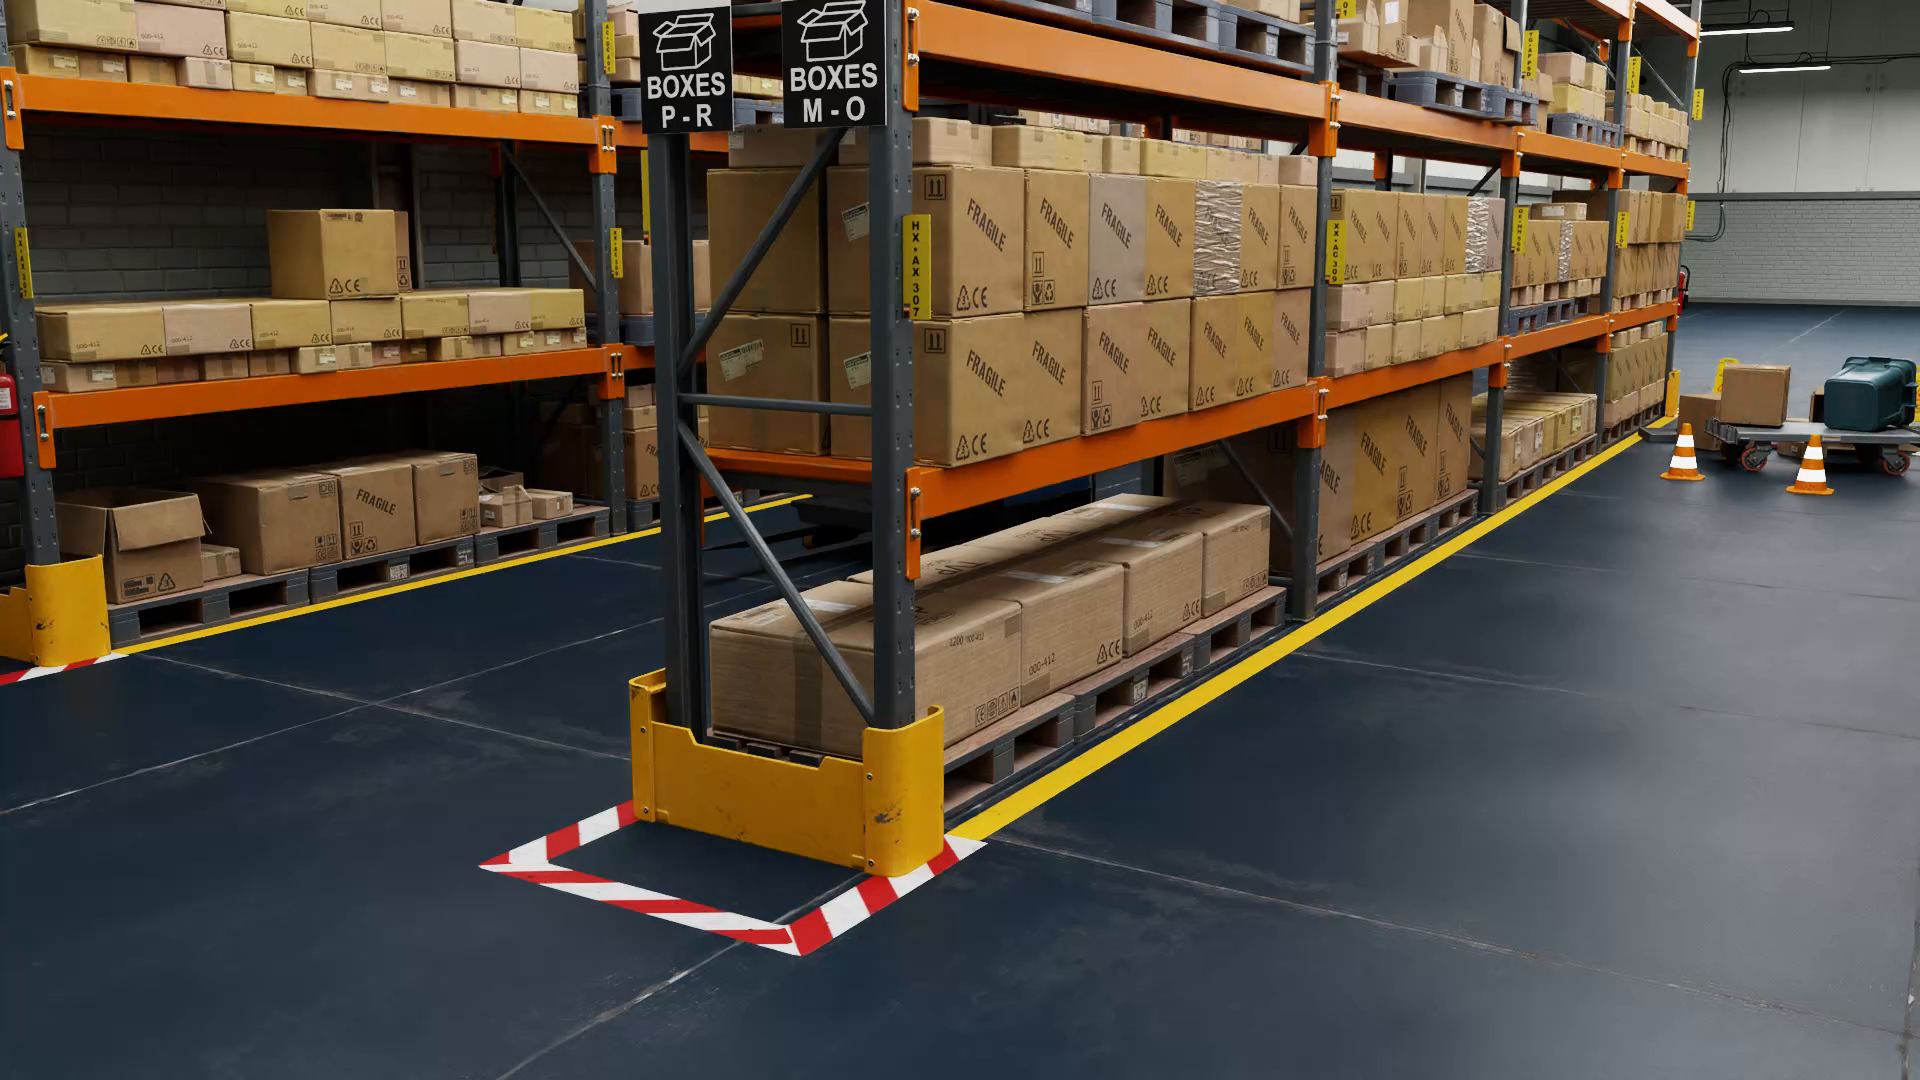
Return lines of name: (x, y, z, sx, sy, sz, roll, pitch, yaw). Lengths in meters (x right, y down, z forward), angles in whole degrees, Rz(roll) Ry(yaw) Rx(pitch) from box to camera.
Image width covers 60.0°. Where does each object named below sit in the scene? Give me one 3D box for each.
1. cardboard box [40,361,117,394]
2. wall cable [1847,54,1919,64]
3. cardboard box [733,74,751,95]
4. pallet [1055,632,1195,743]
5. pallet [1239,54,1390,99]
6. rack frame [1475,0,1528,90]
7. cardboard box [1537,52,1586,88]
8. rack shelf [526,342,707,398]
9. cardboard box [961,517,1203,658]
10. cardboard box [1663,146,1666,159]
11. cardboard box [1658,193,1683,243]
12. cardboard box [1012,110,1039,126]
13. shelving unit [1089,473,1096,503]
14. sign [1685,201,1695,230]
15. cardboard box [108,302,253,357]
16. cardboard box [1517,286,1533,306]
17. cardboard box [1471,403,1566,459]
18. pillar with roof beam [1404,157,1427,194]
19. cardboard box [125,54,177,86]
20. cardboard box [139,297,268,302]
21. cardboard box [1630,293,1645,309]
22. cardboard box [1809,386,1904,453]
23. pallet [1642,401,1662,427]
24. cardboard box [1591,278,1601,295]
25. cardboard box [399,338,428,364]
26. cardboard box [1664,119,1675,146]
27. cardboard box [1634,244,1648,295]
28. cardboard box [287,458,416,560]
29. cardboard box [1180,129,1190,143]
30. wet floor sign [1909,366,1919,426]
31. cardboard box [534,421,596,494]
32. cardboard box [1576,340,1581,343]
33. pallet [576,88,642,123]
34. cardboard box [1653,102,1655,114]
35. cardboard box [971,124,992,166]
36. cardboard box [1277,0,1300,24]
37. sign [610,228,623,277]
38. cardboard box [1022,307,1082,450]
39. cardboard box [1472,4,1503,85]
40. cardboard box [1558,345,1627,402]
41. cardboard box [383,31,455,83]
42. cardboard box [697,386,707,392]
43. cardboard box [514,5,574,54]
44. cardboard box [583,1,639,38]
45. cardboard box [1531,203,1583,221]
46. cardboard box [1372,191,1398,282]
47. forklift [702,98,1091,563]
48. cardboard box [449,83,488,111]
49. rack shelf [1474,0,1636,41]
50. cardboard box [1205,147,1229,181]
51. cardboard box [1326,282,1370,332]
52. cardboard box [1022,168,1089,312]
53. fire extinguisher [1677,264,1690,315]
cardboard box: (-4.446, -0.825, 8.304, 0.380, 0.149, 0.250, 6, 12, 30)
wall cable: (25.516, -14.057, 44.354, 3.097, 2.526, 0.112, 6, 12, 31)
cardboard box: (-1.751, -3.328, 12.112, 0.380, 0.149, 0.250, 6, 12, 30)
pallet: (0.375, 0.597, 7.604, 1.003, 0.211, 1.213, 6, 12, 31)
pallet: (1.903, -2.607, 9.512, 0.805, 0.209, 1.217, 6, 12, 28)
rack frame: (3.546, -4.656, 11.784, 1.000, 3.000, 0.127, 6, 12, 31)
cardboard box: (4.920, -3.923, 13.929, 0.500, 0.250, 0.500, 7, 12, 32)
rack shelf: (-1.737, -1.513, 13.251, 1.077, 0.370, 4.000, 6, 12, 31)
cardboard box: (0.587, 0.204, 7.947, 0.875, 0.438, 0.875, 6, 12, 29)
cardboard box: (7.208, -4.075, 17.517, 0.380, 0.149, 0.250, 6, 12, 30)
cardboard box: (7.175, -3.382, 17.485, 0.700, 0.500, 0.500, 6, 12, 30)
cardboard box: (0.415, -4.211, 15.872, 0.500, 0.500, 0.500, 7, 13, 32)
shelving unit: (0.756, -0.752, 12.123, 0.258, 1.200, 0.503, 8, 13, 37)
sign: (8.163, -3.634, 18.620, 0.100, 0.325, 0.005, 6, 12, 31)
cardboard box: (-4.124, -1.120, 8.799, 0.500, 0.250, 0.500, 7, 12, 31)
cardboard box: (4.231, -1.903, 12.925, 0.380, 0.149, 0.250, 5, 12, 27)
cardboard box: (4.623, -0.945, 14.266, 0.950, 0.372, 0.625, 7, 13, 33)
pillar with roof beam: (12.233, -7.840, 28.793, 9.100, 9.000, 0.548, 6, 12, 31)
cardboard box: (-4.226, -2.384, 8.482, 0.380, 0.149, 0.250, 6, 12, 31)
cardboard box: (-4.310, -1.251, 9.499, 0.500, 0.250, 0.500, 7, 13, 32)
cardboard box: (6.733, -2.432, 16.890, 0.380, 0.149, 0.250, 6, 12, 31)
cardboard box: (8.473, -1.139, 15.716, 0.797, 0.637, 0.503, 6, 12, 31)
pallet: (7.208, -1.458, 18.584, 1.003, 0.211, 1.213, 6, 12, 31)
cardboard box: (5.592, -2.312, 15.107, 0.380, 0.149, 0.250, 7, 12, 32)
cardboard box: (-3.453, -1.156, 10.076, 0.380, 0.149, 0.250, 7, 12, 32)
cardboard box: (7.137, -4.245, 17.339, 0.500, 0.250, 0.500, 7, 13, 32)
cardboard box: (6.602, -2.733, 16.735, 0.500, 0.500, 0.500, 6, 12, 30)
cardboard box: (-3.616, -0.192, 9.893, 0.500, 0.500, 0.500, 7, 12, 32)
cardboard box: (2.409, -4.678, 19.006, 0.396, 0.266, 0.258, 6, 12, 29)
wet floor sign: (10.305, -1.545, 17.866, 0.267, 0.644, 0.232, 4, 11, 21)
cardboard box: (-2.773, -0.635, 12.260, 0.500, 0.500, 0.500, 6, 12, 30)
cardboard box: (6.227, -1.839, 17.333, 0.500, 0.500, 0.500, 7, 13, 34)
pallet: (-2.376, -3.029, 11.758, 1.213, 0.211, 1.003, 6, 12, 31)
cardboard box: (6.802, -4.350, 16.816, 0.380, 0.149, 0.250, 7, 13, 32)
cardboard box: (-0.111, -1.386, 5.868, 0.380, 0.149, 0.250, 7, 13, 32)
cardboard box: (1.411, -2.611, 7.964, 0.396, 0.266, 0.258, 7, 13, 32)
sign: (-2.307, -1.926, 11.155, 0.100, 0.325, 0.005, 6, 12, 31)
cardboard box: (0.126, -0.628, 6.302, 0.500, 0.500, 0.500, 6, 12, 30)
cardboard box: (3.194, -3.263, 11.083, 0.700, 0.500, 0.500, 6, 12, 28)
cardboard box: (6.160, -1.627, 16.199, 0.500, 0.500, 0.500, 7, 13, 33)
cardboard box: (-3.348, -2.836, 9.816, 0.500, 0.250, 0.500, 7, 13, 32)
cardboard box: (-2.195, -1.141, 13.202, 0.380, 0.149, 0.250, 7, 12, 31)
cardboard box: (-2.831, -3.242, 10.623, 0.500, 0.250, 0.500, 6, 12, 31)
cardboard box: (-2.320, -3.522, 11.214, 0.396, 0.266, 0.258, 6, 12, 30)
cardboard box: (5.107, -2.808, 14.230, 0.380, 0.149, 0.250, 6, 12, 28)
cardboard box: (2.184, -1.743, 9.539, 0.500, 0.500, 0.500, 6, 12, 30)
forklift: (-0.386, -1.350, 10.616, 1.130, 2.935, 3.031, 8, 13, 37)
cardboard box: (-3.117, -2.700, 10.170, 0.380, 0.149, 0.250, 6, 12, 30)
rack shelf: (4.584, -4.420, 13.567, 1.077, 0.370, 4.000, 6, 12, 31)
cardboard box: (0.999, -1.705, 7.572, 0.380, 0.149, 0.250, 6, 12, 30)
cardboard box: (1.939, -1.292, 9.169, 0.500, 0.250, 0.500, 6, 12, 29)
cardboard box: (0.148, -1.120, 6.209, 0.500, 0.500, 0.500, 6, 12, 29)
fire extinguisher: (8.153, -2.901, 18.924, 0.296, 0.674, 0.183, 6, 12, 31)
